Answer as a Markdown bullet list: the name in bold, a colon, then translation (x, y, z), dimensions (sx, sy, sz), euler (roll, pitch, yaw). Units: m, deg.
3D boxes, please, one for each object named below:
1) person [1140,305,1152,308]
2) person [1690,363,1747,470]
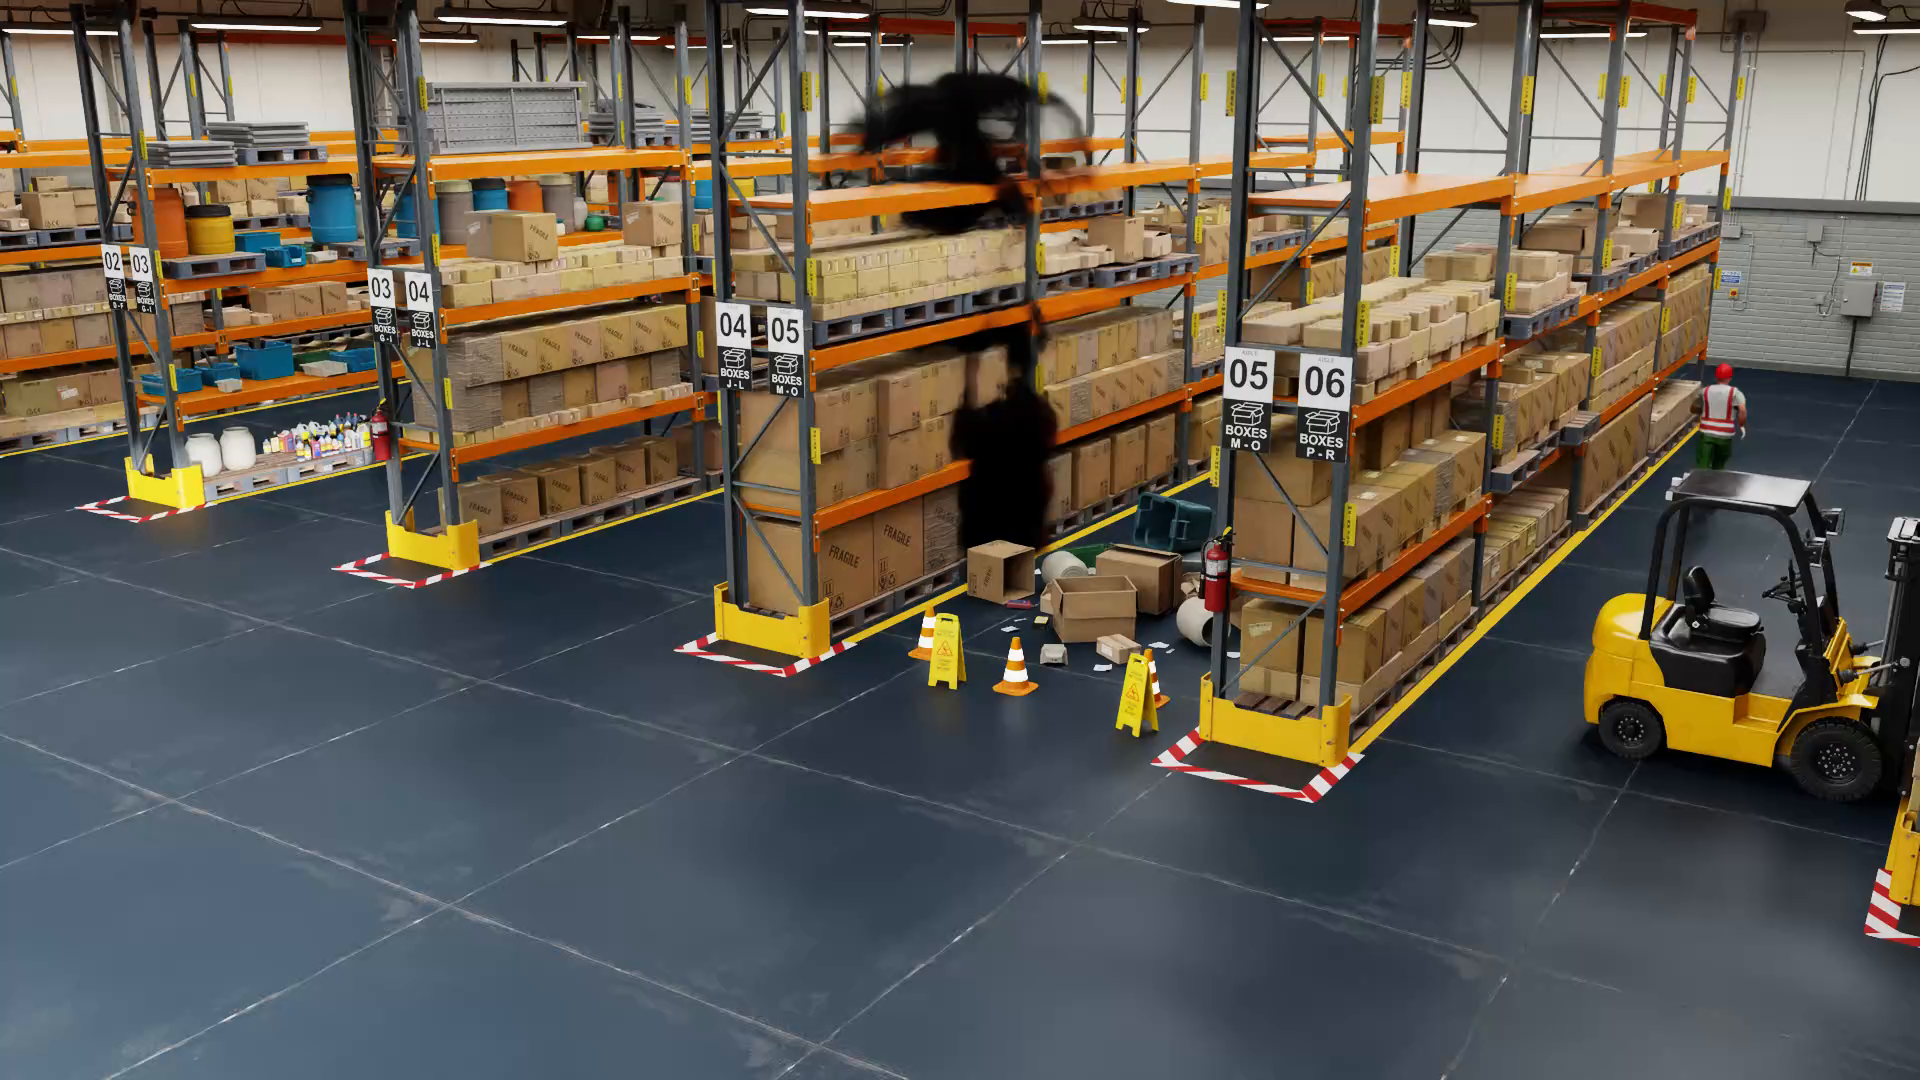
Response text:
- **person**: translation (2.914, -2.761, 25.857), dimensions (0.687, 1.803, 0.863), euler (11, 19, 34)
- **person**: translation (9.260, -1.283, 20.385), dimensions (0.662, 1.770, 0.993), euler (9, 18, 28)
